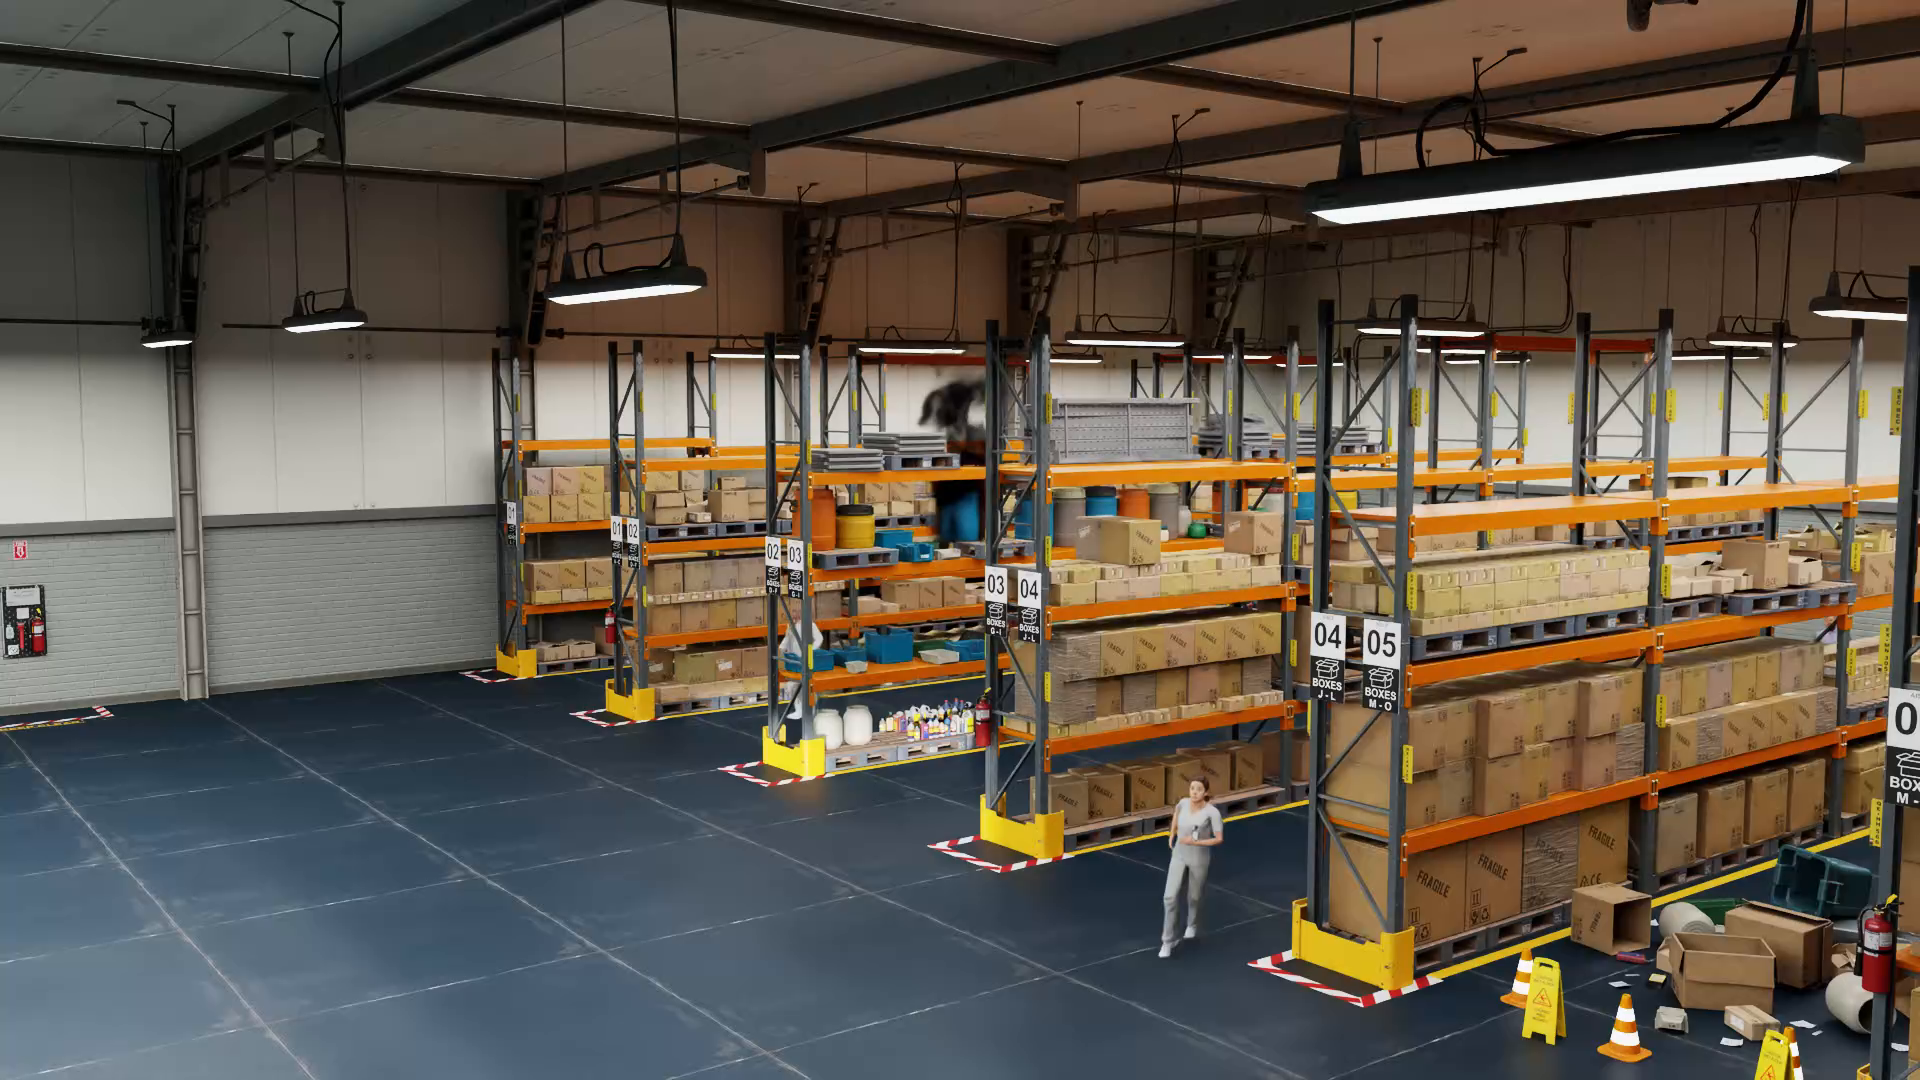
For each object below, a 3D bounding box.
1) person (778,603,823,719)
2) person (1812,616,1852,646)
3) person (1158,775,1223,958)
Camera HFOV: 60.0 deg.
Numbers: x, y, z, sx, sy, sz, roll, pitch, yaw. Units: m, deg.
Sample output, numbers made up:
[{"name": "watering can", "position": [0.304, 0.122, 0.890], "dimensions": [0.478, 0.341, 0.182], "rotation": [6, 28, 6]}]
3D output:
[{"name": "person", "position": [-2.434, 1.823, 24.866], "dimensions": [0.610, 1.753, 0.759], "rotation": [-5, 7, -42]}, {"name": "person", "position": [14.117, 2.013, 26.925], "dimensions": [0.623, 1.603, 0.502], "rotation": [2, 6, 25]}, {"name": "person", "position": [2.208, 3.002, 15.428], "dimensions": [0.564, 1.720, 0.763], "rotation": [3, 6, 28]}]
